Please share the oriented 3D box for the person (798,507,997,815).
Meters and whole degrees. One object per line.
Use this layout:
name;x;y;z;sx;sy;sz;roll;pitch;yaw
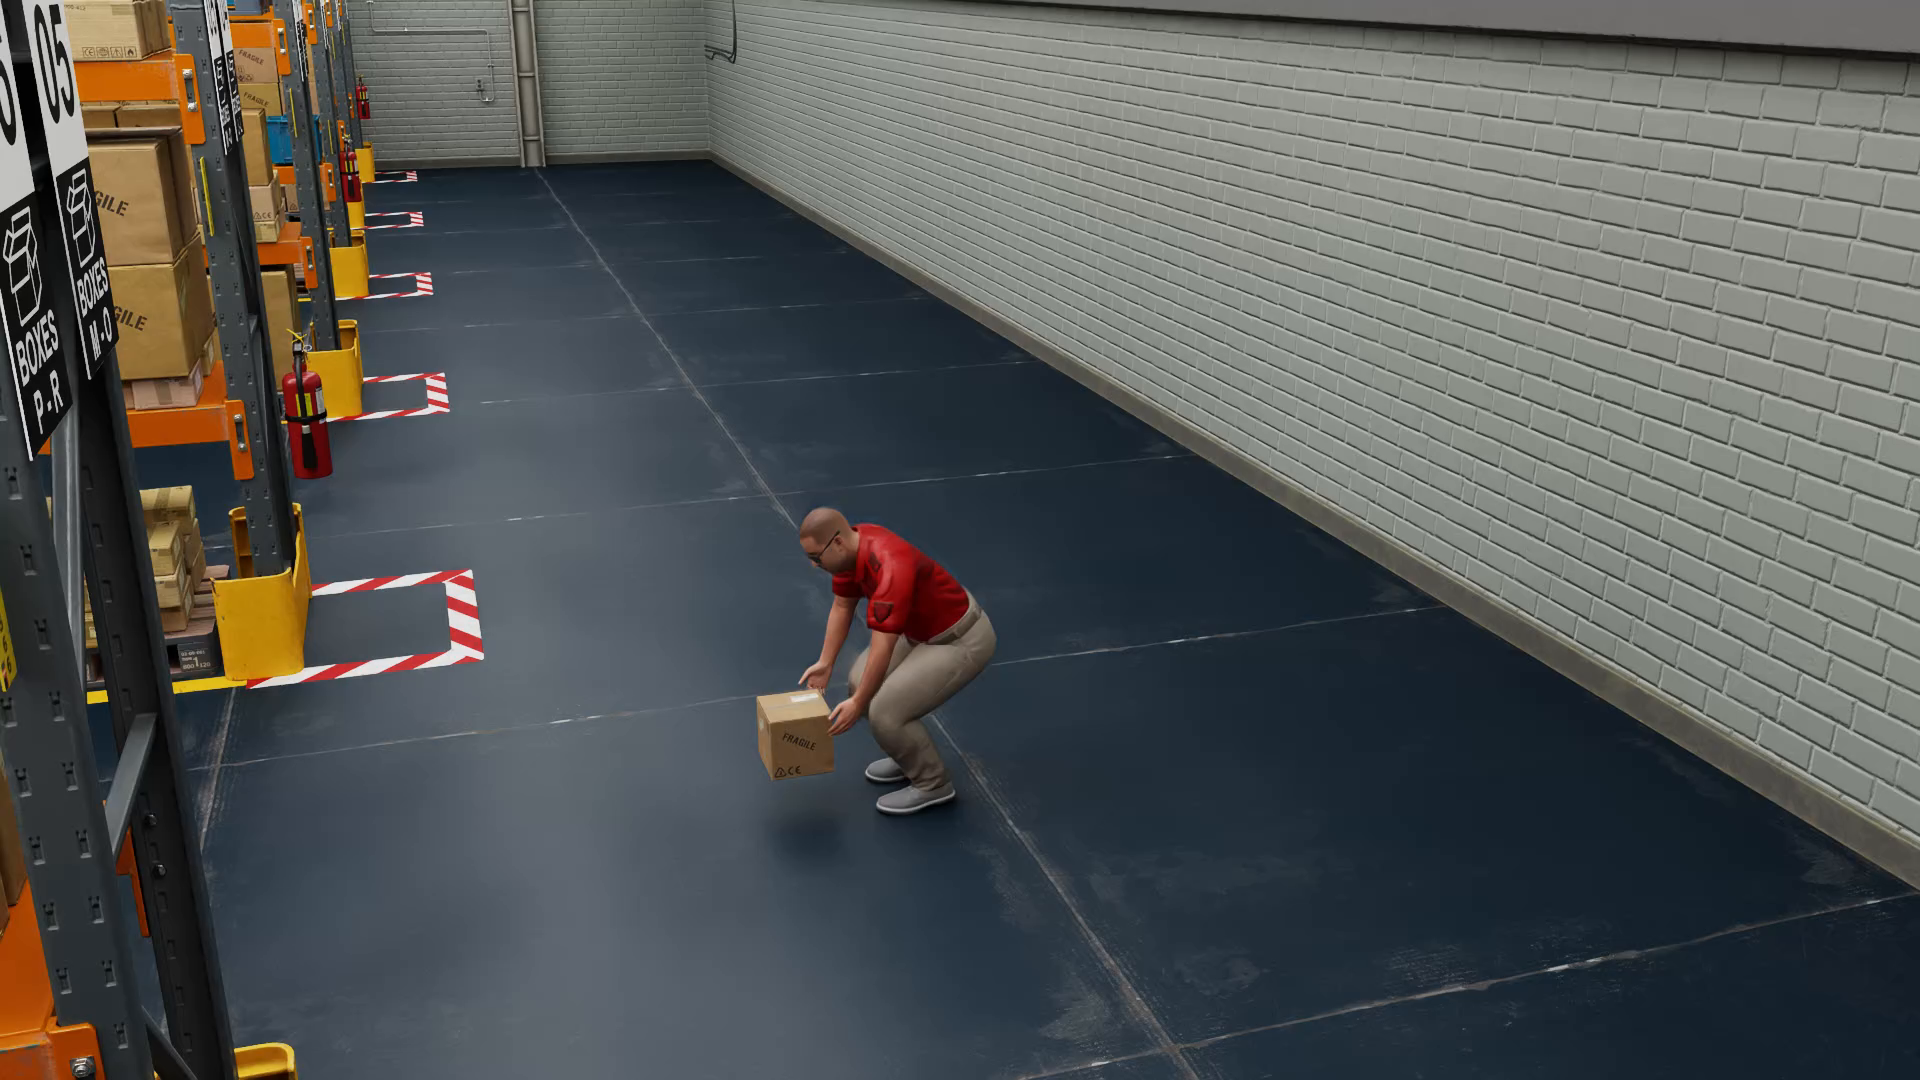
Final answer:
person;-0.238;0.443;6.533;0.778;1.263;0.587;-6;20;-17
